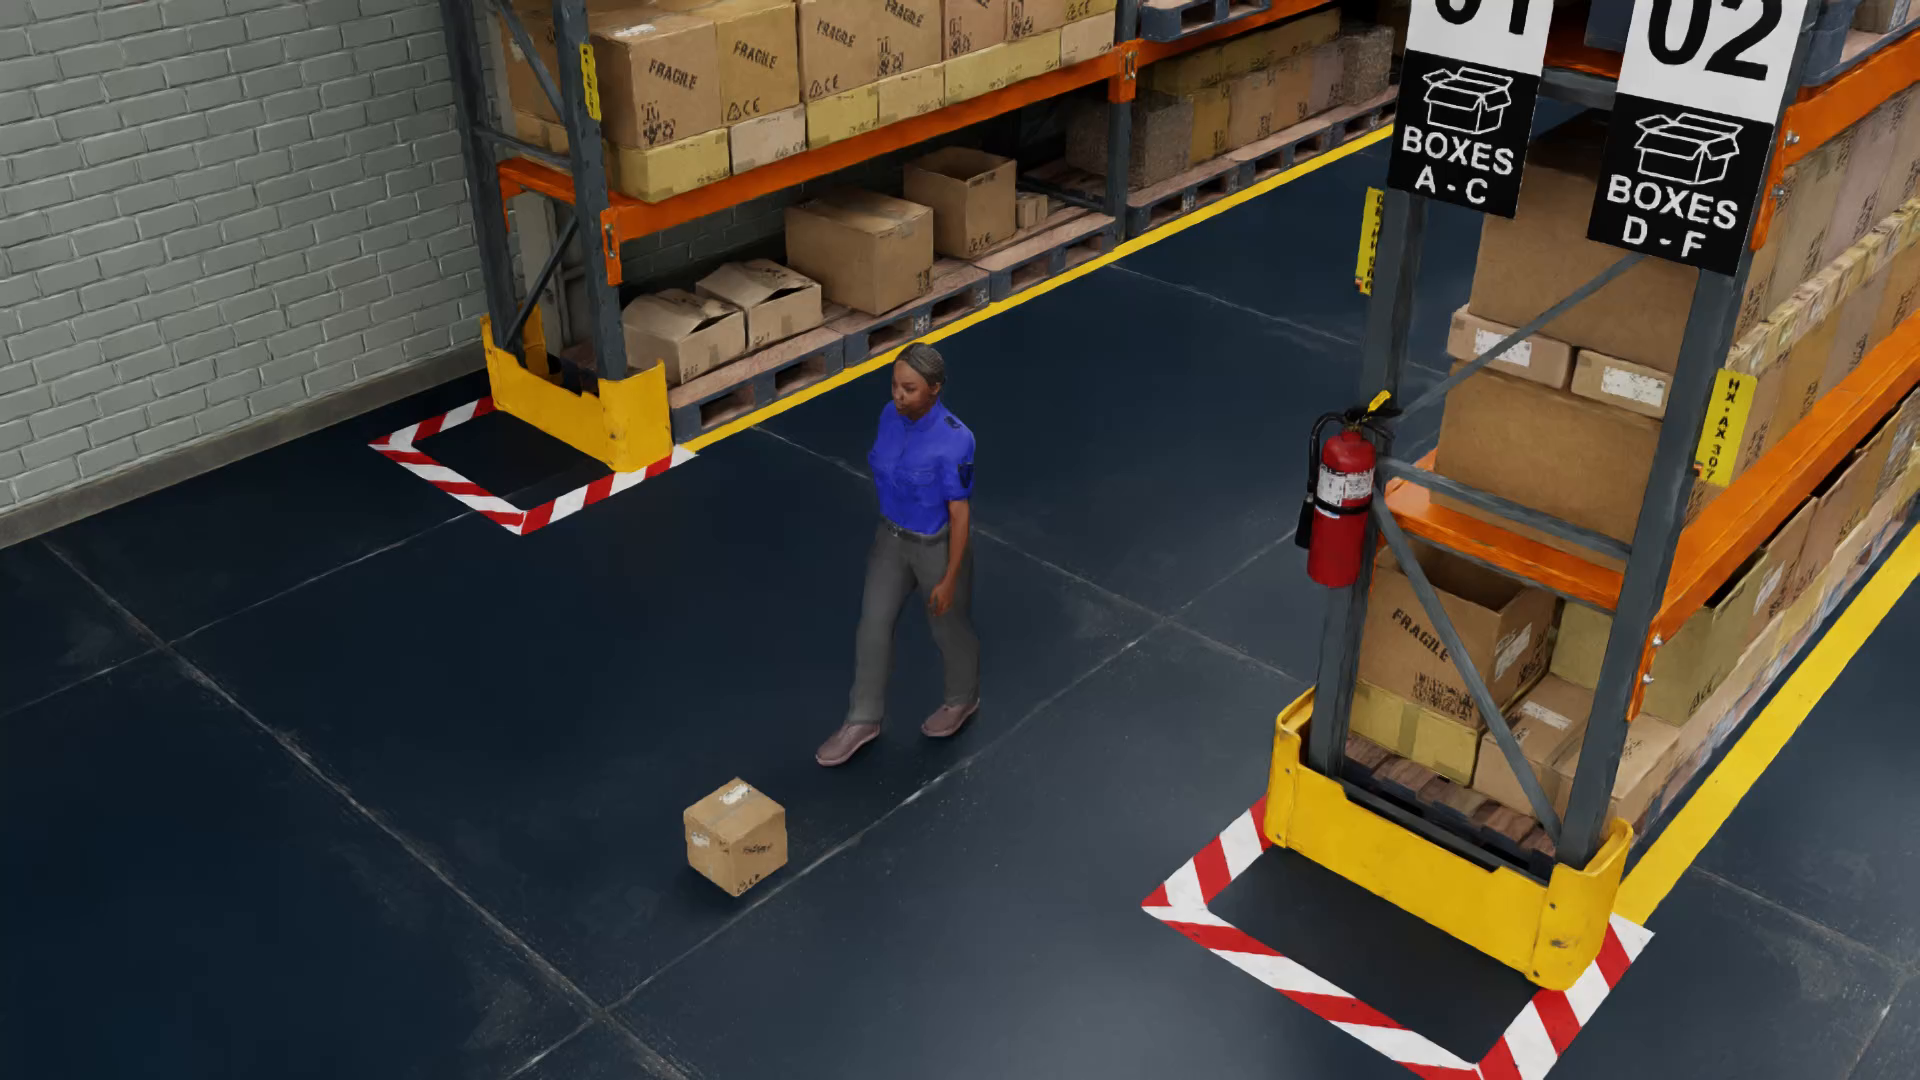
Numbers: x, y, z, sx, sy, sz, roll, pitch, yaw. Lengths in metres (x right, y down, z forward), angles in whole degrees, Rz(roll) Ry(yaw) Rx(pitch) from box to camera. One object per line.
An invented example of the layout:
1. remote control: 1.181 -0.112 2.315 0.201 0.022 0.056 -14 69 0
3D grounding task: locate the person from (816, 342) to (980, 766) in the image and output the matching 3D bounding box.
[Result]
1. person: -0.183 0.073 5.992 0.459 1.646 0.679 23 38 33
